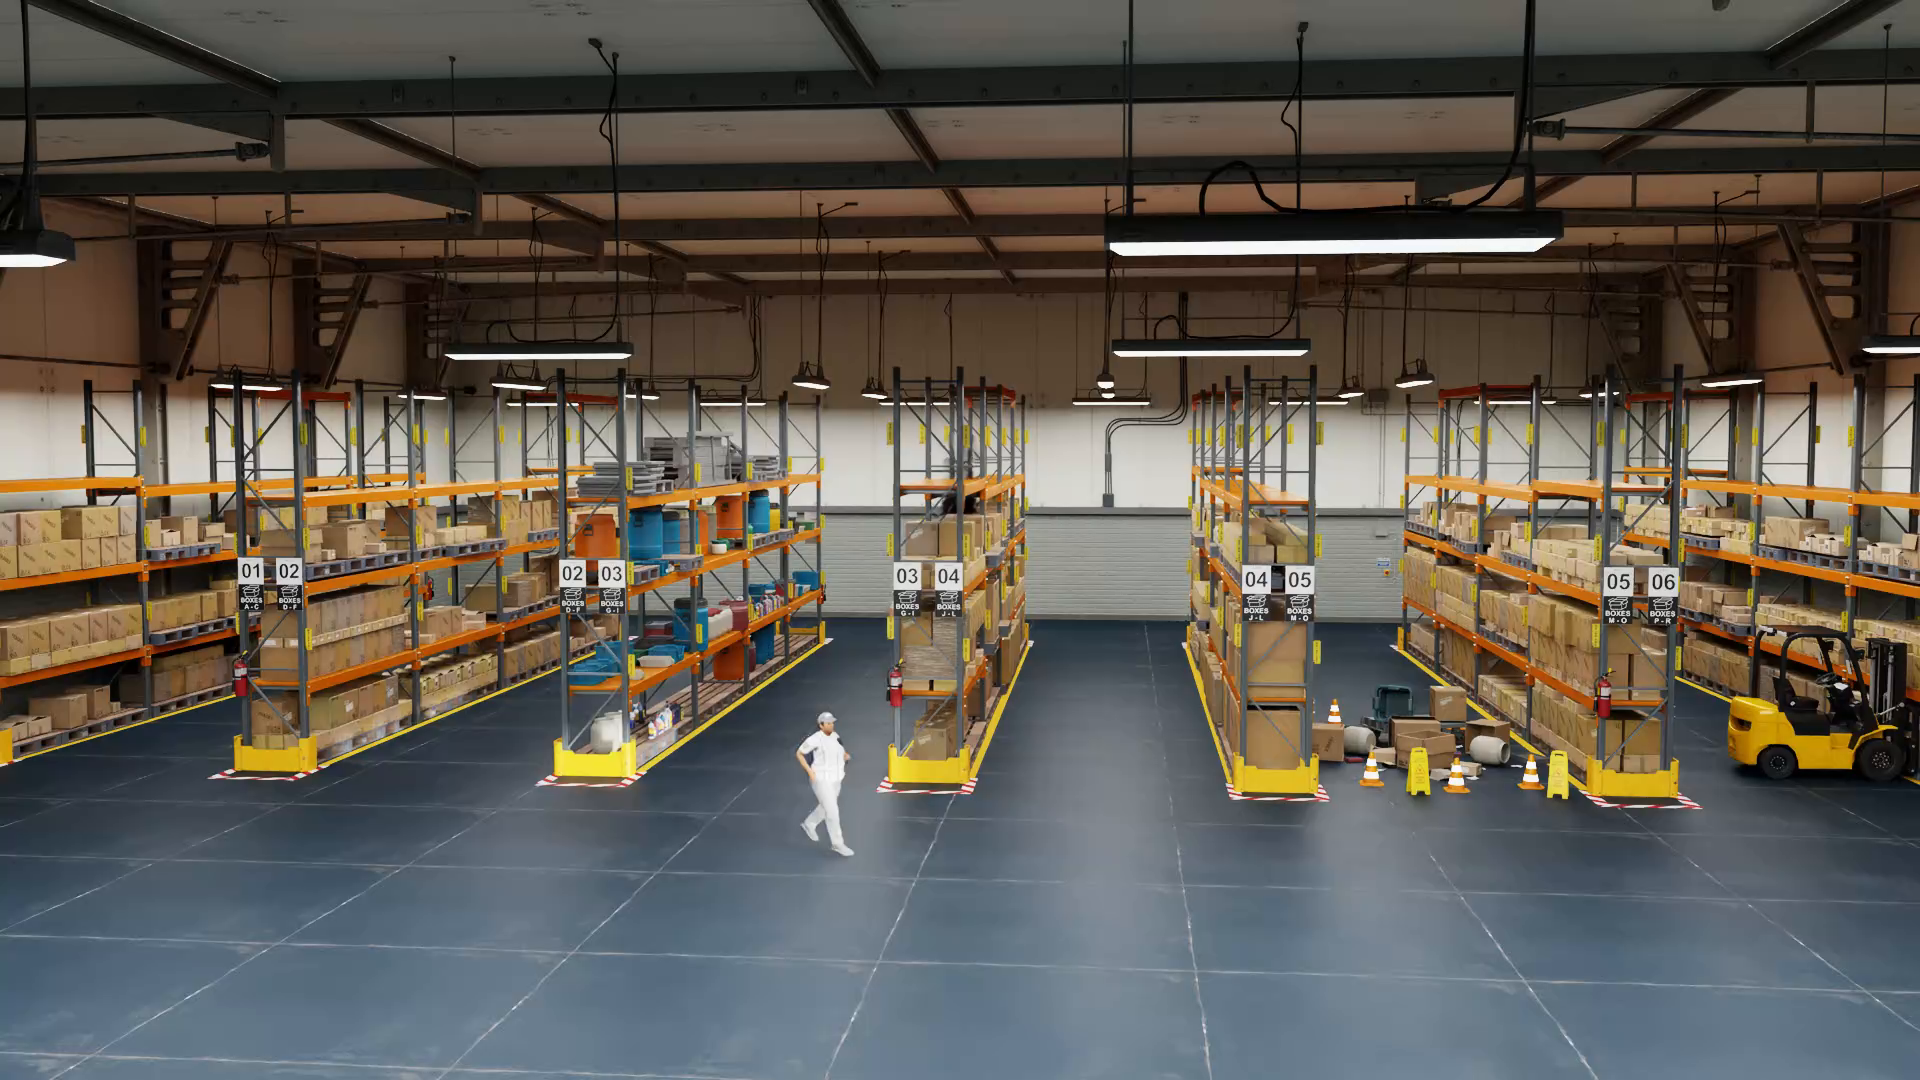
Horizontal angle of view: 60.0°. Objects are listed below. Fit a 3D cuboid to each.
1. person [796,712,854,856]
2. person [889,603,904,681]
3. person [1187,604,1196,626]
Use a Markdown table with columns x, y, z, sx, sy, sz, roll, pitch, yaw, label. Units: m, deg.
| x | y | z | sx | sy | sz | roll | pitch | yaw | label |
| --- | --- | --- | --- | --- | --- | --- | --- | --- | --- |
| -1.604 | 2.905 | 20.061 | 0.921 | 1.662 | 0.603 | 3 | 4 | 36 | person |
| -1.080 | 1.796 | 32.688 | 0.634 | 1.862 | 0.844 | 0 | 4 | -1 | person |
| 5.781 | 1.696 | 40.444 | 0.526 | 1.602 | 0.636 | 0 | 4 | -7 | person |
